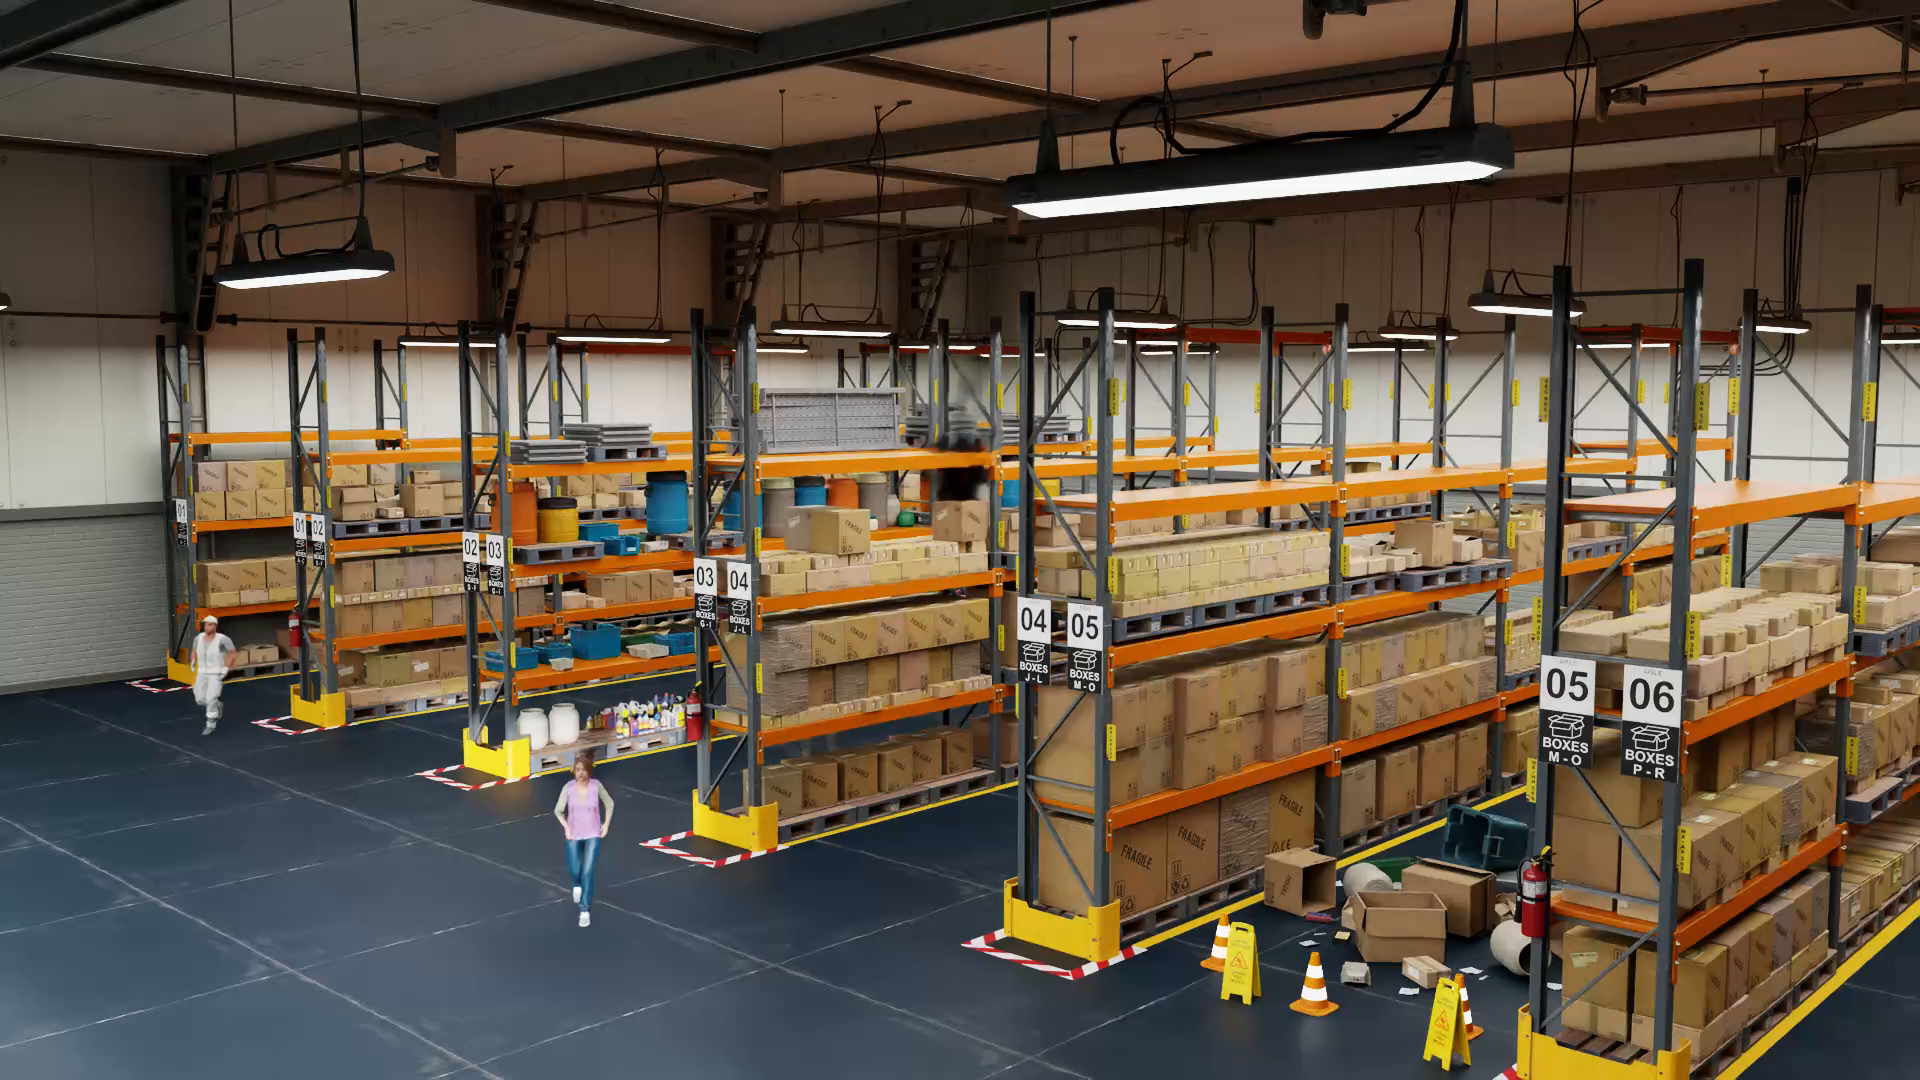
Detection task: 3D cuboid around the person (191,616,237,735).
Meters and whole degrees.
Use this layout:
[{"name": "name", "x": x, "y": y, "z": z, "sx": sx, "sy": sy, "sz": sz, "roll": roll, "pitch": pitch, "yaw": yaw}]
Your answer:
[{"name": "person", "x": -11.108, "y": 1.986, "z": 24.754, "sx": 0.700, "sy": 1.756, "sz": 0.577, "roll": 0, "pitch": 5, "yaw": 4}]

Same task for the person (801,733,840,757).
[{"name": "person", "x": -1.893, "y": 2.224, "z": 22.451, "sx": 0.584, "sy": 1.748, "sz": 0.760, "roll": 4, "pitch": 7, "yaw": 38}]

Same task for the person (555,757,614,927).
[{"name": "person", "x": -3.635, "y": 2.877, "z": 16.124, "sx": 0.566, "sy": 1.594, "sz": 0.668, "roll": -1, "pitch": 5, "yaw": -9}]
